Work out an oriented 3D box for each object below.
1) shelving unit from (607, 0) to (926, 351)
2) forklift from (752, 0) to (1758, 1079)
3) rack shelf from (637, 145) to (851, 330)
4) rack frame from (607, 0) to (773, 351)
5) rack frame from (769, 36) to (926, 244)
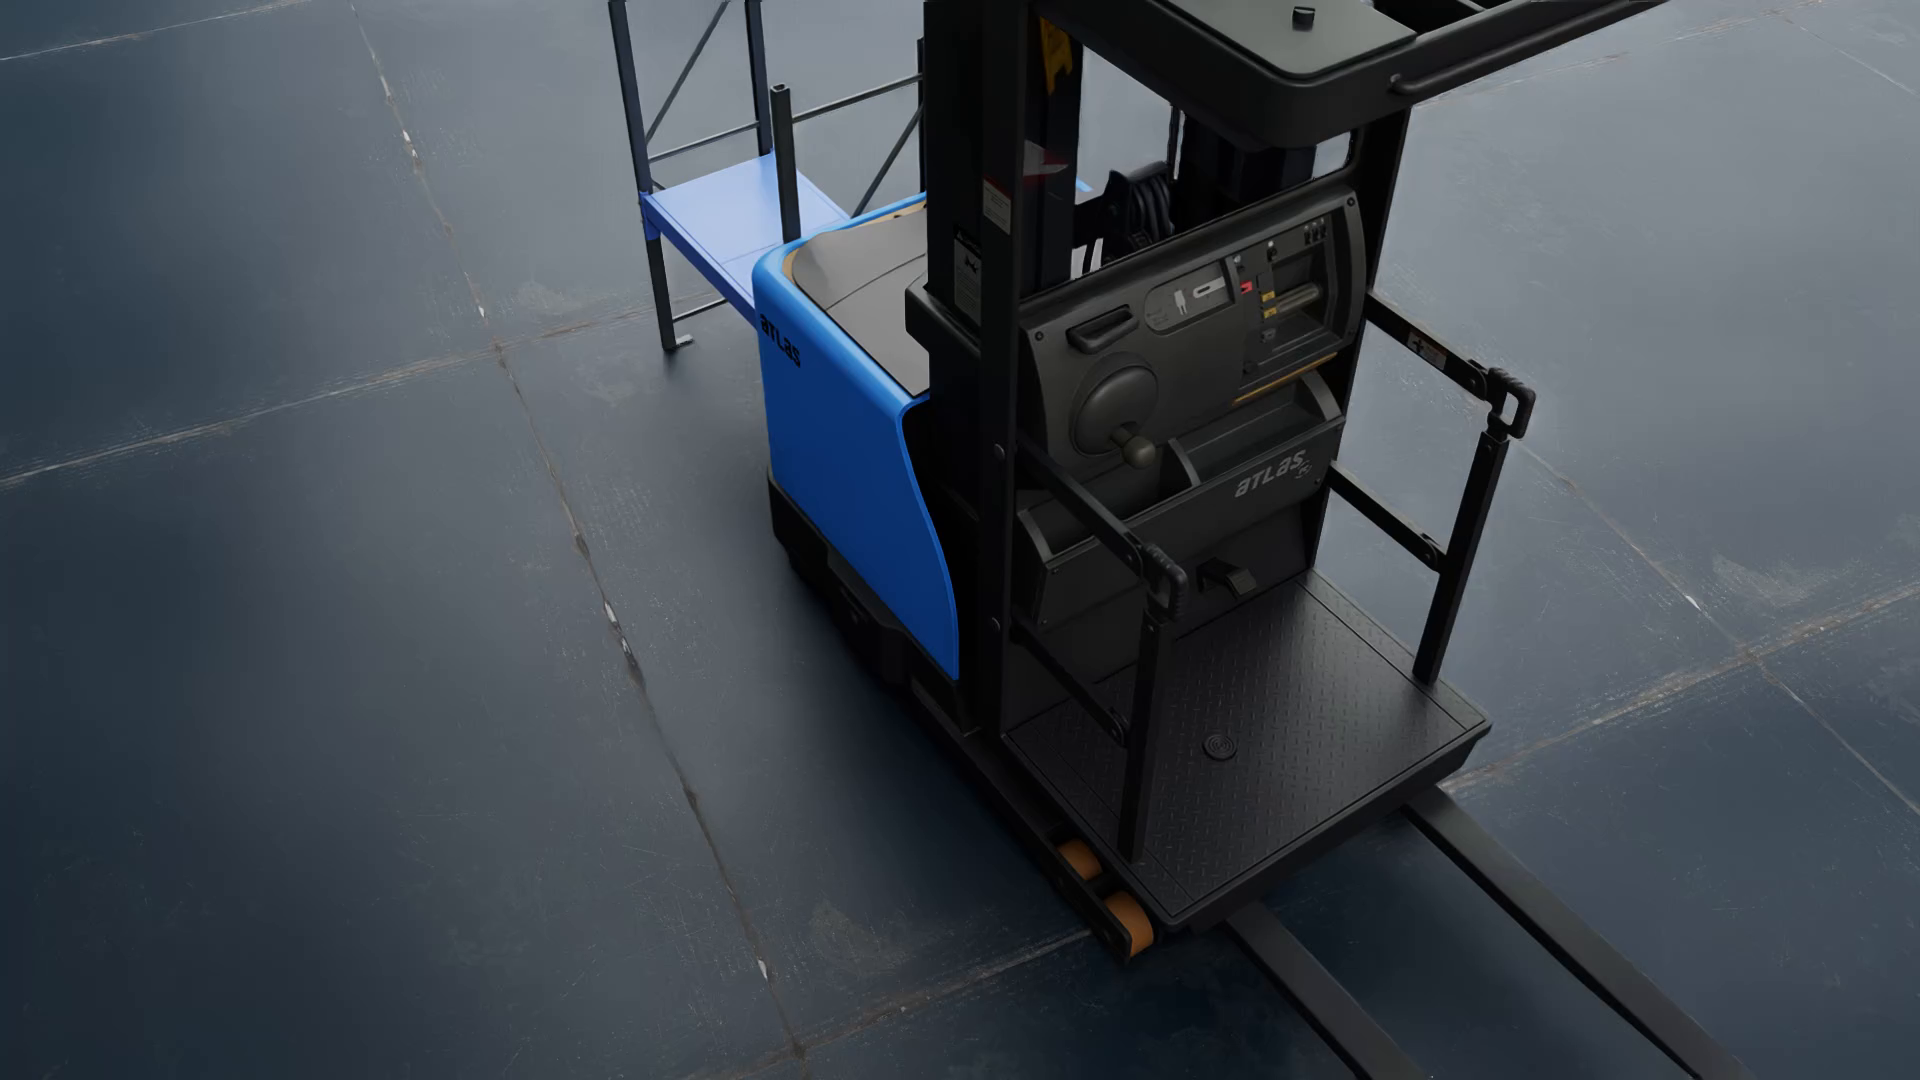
[{"bbox_3d":[-0.565,-1.022,5.218,0.538,1.500,1.048,-26,50,-24],"label":"shelving unit"},{"bbox_3d":[0.662,-0.385,3.554,1.130,2.935,3.031,-26,50,-24],"label":"forklift"},{"bbox_3d":[-0.565,-0.894,5.344,0.538,0.185,1.000,-26,50,-24],"label":"rack shelf"},{"bbox_3d":[-0.852,-1.317,5.517,0.500,1.500,0.032,-26,50,-24],"label":"rack frame"},{"bbox_3d":[-0.278,-0.727,4.919,0.500,1.500,0.032,-26,50,-24],"label":"rack frame"}]
